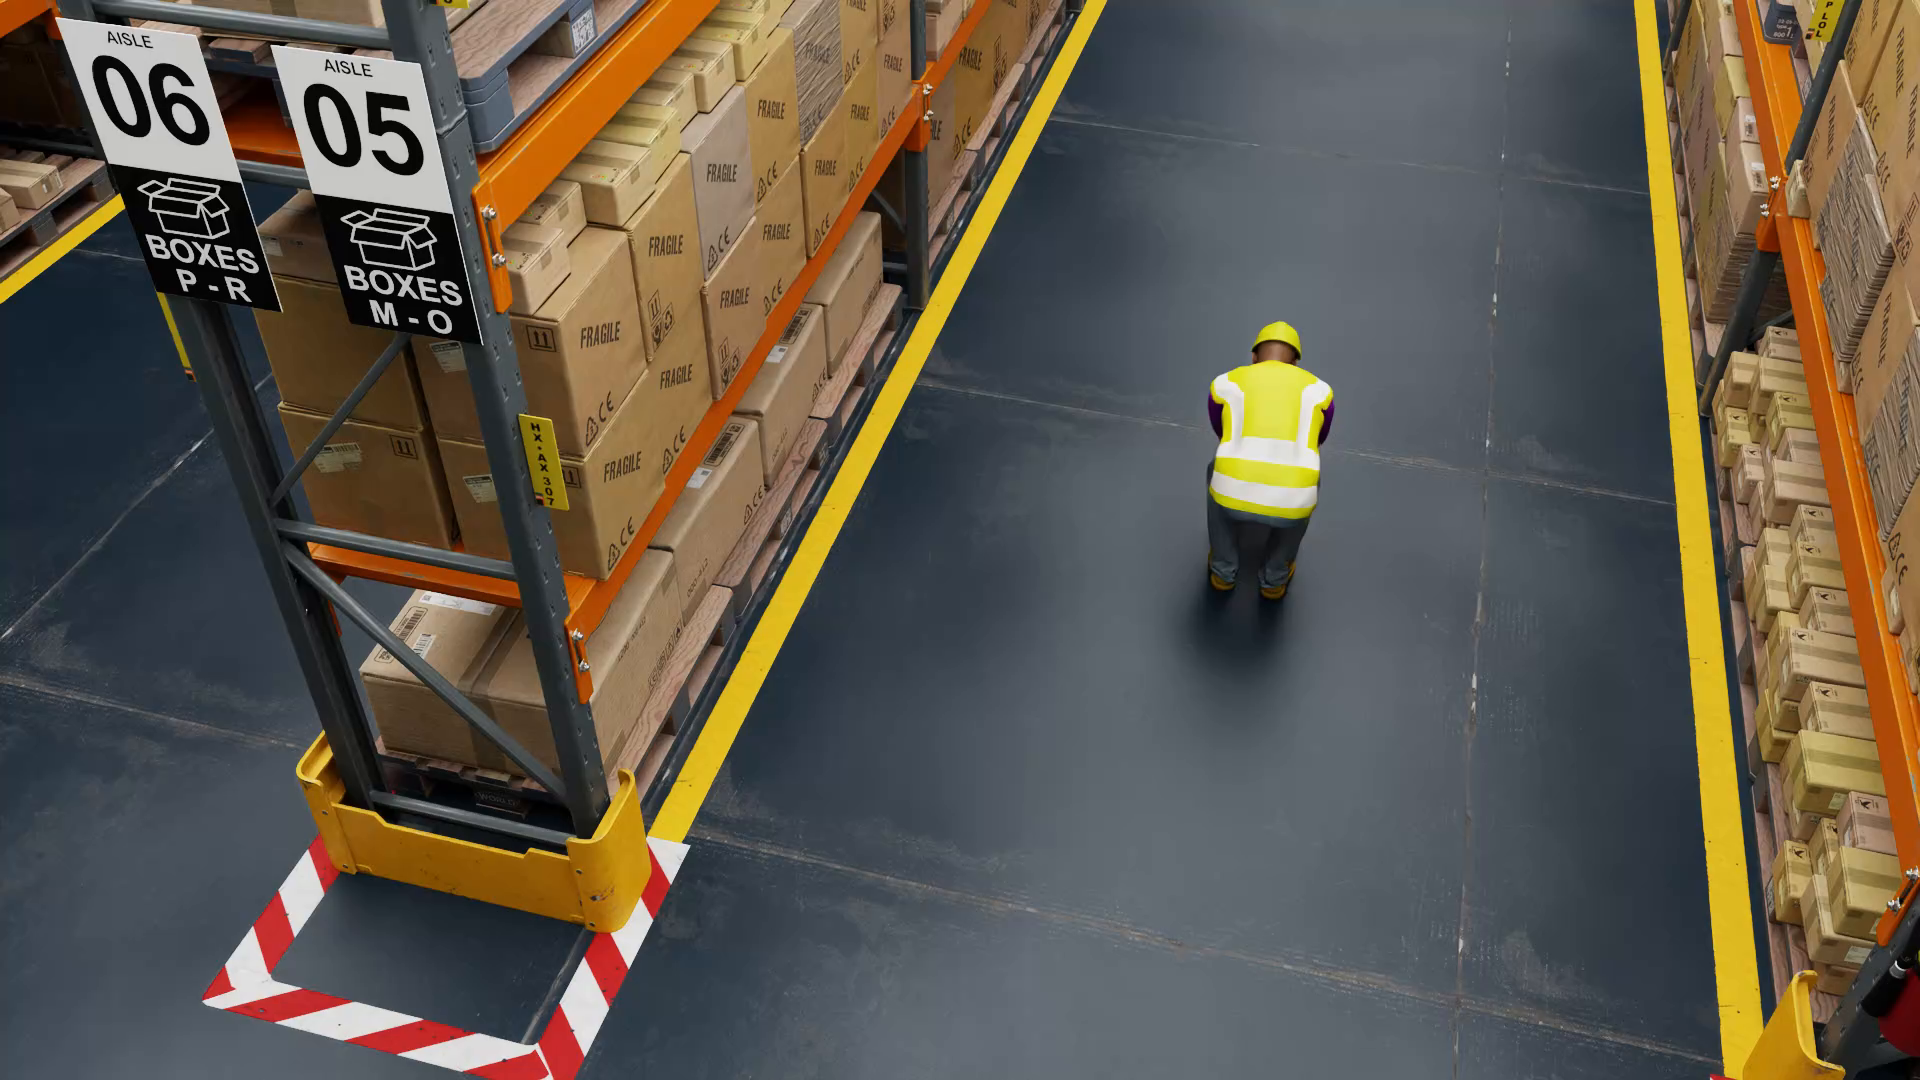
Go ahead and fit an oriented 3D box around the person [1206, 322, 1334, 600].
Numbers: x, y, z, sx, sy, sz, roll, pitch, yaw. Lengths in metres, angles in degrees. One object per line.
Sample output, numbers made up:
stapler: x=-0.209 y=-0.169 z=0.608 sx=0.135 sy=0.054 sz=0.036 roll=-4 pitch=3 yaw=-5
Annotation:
person: x=1.279 y=-0.297 z=7.072 sx=0.523 sy=1.001 sz=0.949 roll=9 pitch=42 yaw=10
